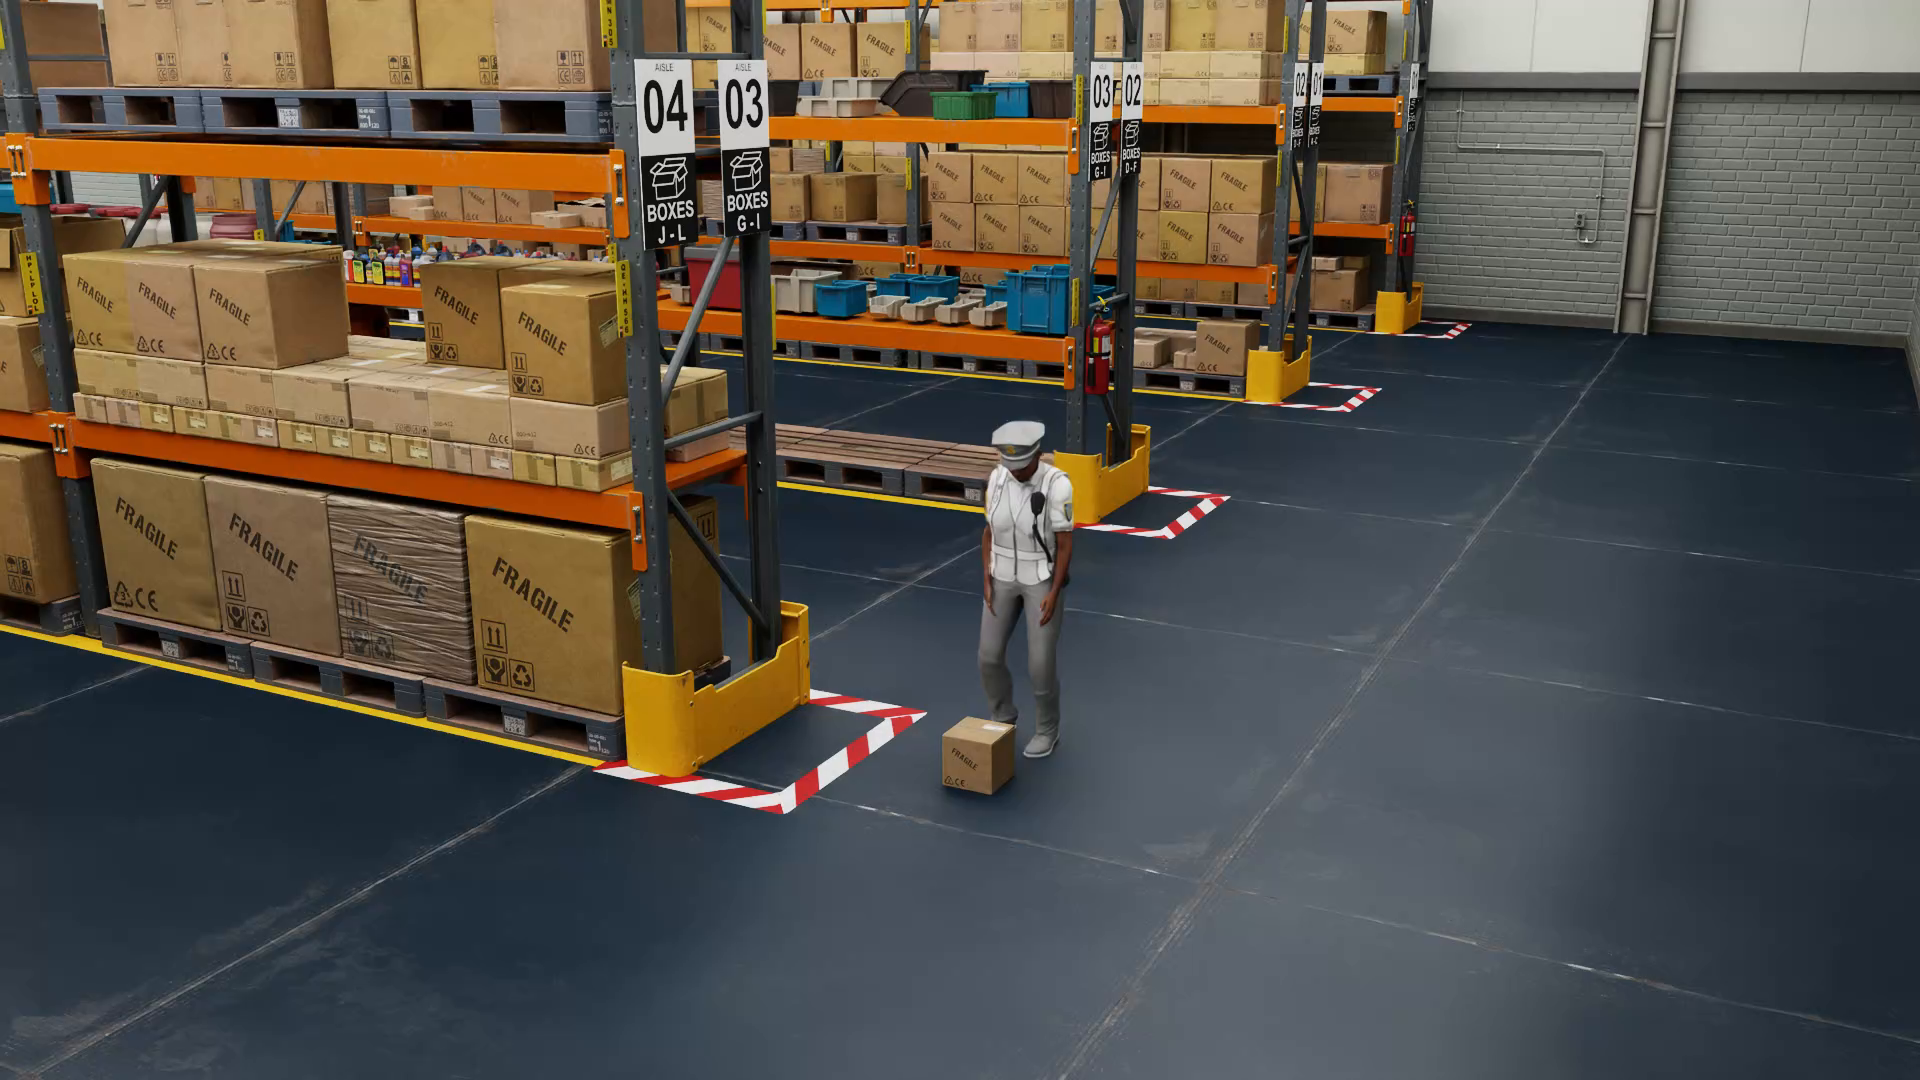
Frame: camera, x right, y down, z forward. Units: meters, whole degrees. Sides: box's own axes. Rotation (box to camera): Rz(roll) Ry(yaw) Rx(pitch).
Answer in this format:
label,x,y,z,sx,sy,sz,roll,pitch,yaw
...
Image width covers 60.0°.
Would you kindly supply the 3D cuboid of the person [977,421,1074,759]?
label,x,y,z,sx,sy,sz,roll,pitch,yaw
person,0.315,0.228,7.842,0.461,1.615,0.460,8,18,27
